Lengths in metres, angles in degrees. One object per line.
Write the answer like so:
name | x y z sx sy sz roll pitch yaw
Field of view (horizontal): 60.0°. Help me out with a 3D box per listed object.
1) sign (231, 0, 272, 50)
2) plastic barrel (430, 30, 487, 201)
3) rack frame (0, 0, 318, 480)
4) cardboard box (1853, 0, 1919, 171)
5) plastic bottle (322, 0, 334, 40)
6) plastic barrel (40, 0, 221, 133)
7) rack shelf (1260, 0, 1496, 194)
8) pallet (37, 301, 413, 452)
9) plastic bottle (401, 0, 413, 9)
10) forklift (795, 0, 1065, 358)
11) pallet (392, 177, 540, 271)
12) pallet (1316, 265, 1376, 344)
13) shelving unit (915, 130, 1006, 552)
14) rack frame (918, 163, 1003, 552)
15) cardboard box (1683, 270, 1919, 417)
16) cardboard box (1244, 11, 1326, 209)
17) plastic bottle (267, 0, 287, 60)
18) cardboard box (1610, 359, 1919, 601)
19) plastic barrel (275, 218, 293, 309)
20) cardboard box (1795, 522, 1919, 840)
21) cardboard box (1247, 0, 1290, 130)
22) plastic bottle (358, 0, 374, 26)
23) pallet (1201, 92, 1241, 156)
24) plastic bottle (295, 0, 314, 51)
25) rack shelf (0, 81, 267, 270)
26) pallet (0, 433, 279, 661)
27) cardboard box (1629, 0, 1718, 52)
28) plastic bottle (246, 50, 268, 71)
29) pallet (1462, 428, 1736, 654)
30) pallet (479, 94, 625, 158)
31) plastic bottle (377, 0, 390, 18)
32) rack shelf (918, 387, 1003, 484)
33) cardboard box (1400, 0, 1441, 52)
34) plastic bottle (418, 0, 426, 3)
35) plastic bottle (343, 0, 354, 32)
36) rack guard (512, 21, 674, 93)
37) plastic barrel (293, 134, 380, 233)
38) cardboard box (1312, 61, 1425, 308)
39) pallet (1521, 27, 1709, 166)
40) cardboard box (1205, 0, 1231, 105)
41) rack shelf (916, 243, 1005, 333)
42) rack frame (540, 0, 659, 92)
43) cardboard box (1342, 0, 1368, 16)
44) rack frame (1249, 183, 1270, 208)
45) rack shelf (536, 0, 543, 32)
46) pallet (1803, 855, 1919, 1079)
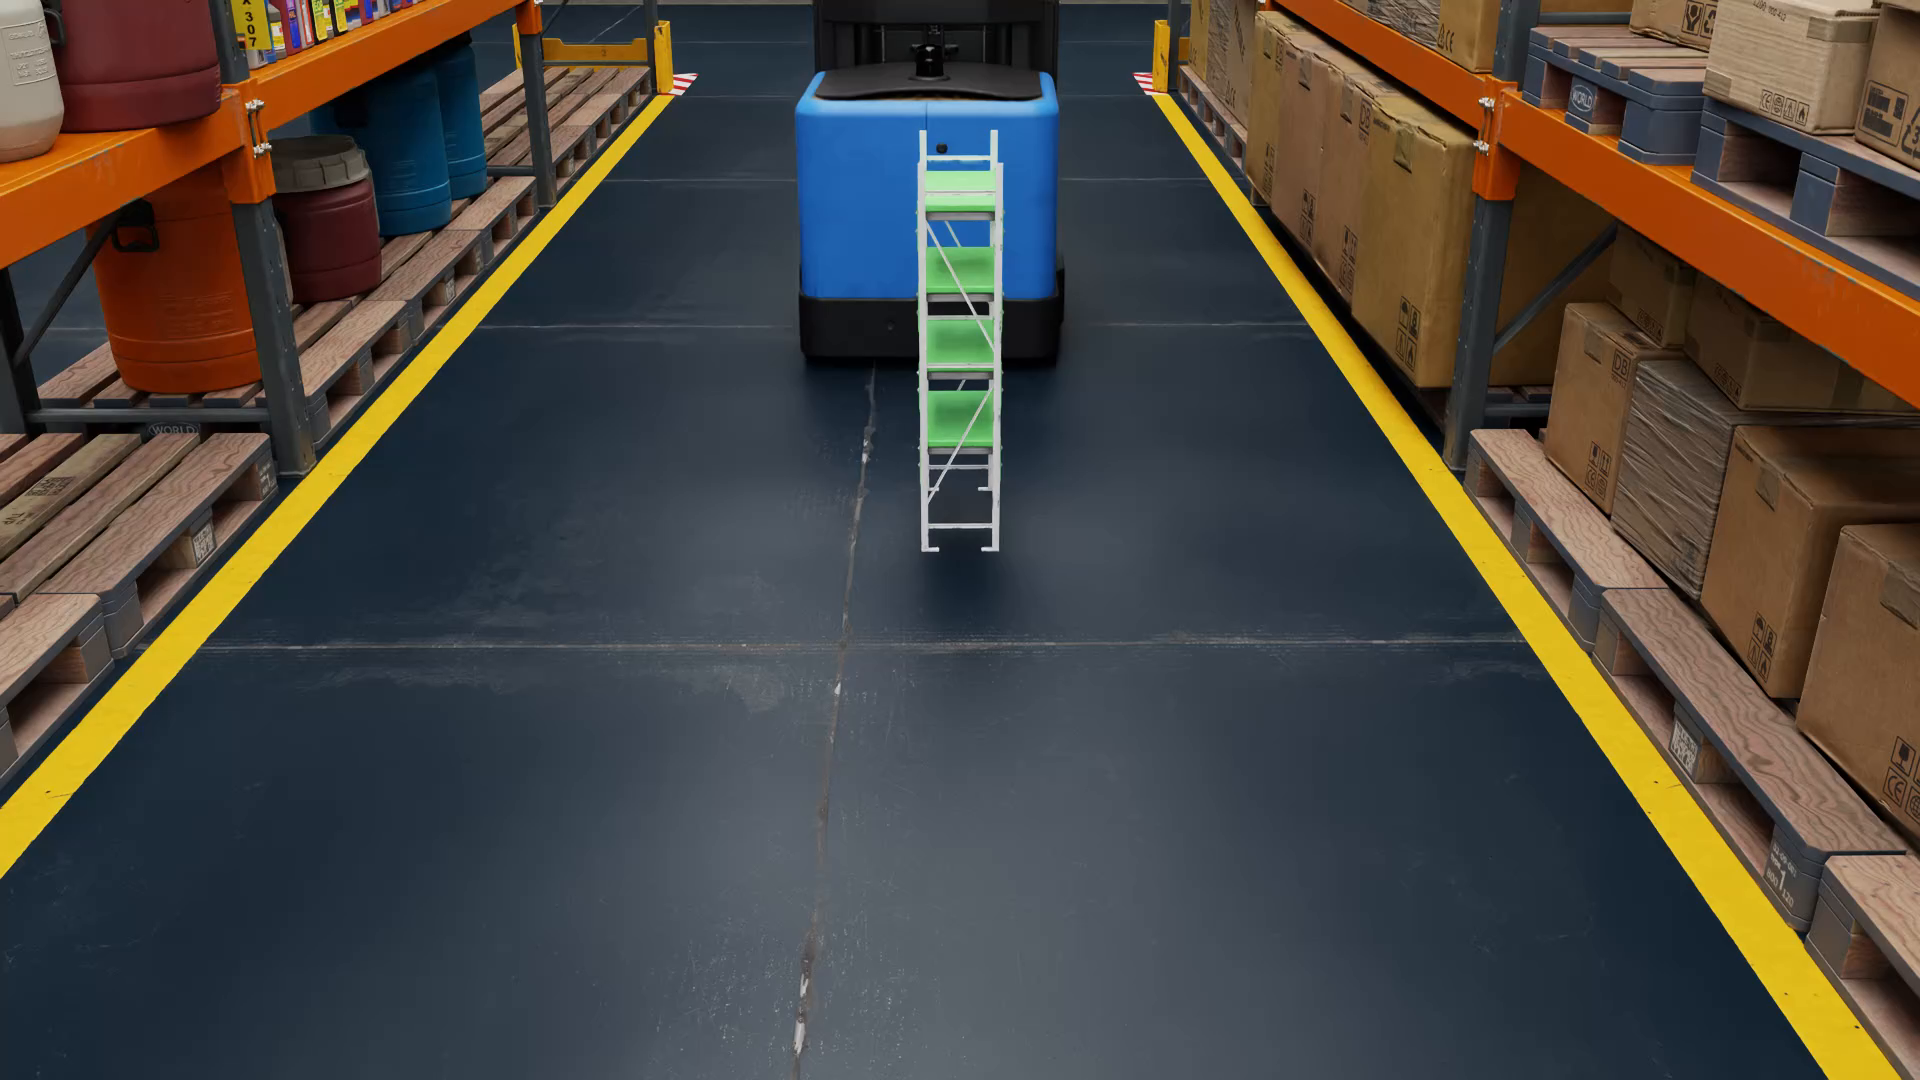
sign | -2.202 -1.681 5.130 0.100 0.325 0.005 0 24 -1
plastic barrel | -2.807 -2.261 8.646 0.600 0.901 0.708 0 24 -1
rack frame | -2.752 -1.602 5.151 1.000 3.000 0.127 0 24 -1
cardboard box | 2.133 -0.928 3.027 0.797 0.503 0.637 2 24 5
plastic bottle | -2.414 -1.984 6.239 0.097 0.201 0.097 0 24 0
plastic barrel | -2.444 -1.474 4.704 0.600 0.536 0.708 0 24 -1
rack shelf | 2.179 -2.120 7.171 1.077 0.370 4.000 0 24 -1
pallet | -2.802 -0.656 6.444 1.003 0.211 1.213 0 24 -1
plastic bottle | -2.406 -2.431 7.127 0.061 0.283 0.133 0 24 -1
forklift | -0.101 -2.630 7.508 1.130 2.935 3.031 0 24 1
pallet | -2.829 -1.661 8.667 1.003 0.211 1.213 0 24 -1
pallet | 2.257 -1.180 7.603 1.003 0.211 1.213 0 24 -1
shelving unit | -0.002 -0.615 5.154 0.258 1.200 0.503 0 24 -1
rack frame | 0.001 -0.514 4.931 0.240 1.200 0.015 0 24 -1
cardboard box | 2.254 -0.533 4.377 0.500 0.250 0.500 2 24 5
cardboard box | 2.184 -2.232 8.613 1.225 0.875 0.875 0 24 0
plastic bottle | -2.408 -1.779 5.784 0.097 0.201 0.097 0 24 0
cardboard box | 2.247 -0.181 4.510 0.700 0.500 0.500 -2 24 -5
plastic barrel | -2.870 -1.093 6.537 0.421 0.512 0.421 0 24 0
cardboard box | 2.266 0.283 3.485 0.700 0.500 0.500 -2 24 -5
cardboard box | 2.230 -2.768 9.798 0.875 0.875 0.875 0 24 -1
plastic bottle | -2.400 -2.205 6.626 0.061 0.283 0.133 0 24 -1
pallet | 2.211 -2.819 11.227 1.003 0.211 1.213 0 24 -1
plastic bottle | -2.438 -1.916 5.996 0.152 0.276 0.135 0 24 -1
rack shelf | -2.730 -0.450 3.477 1.077 0.370 4.000 0 24 -1
pallet | -2.782 -0.012 5.020 1.003 0.211 1.213 0 24 -1
cardboard box | 2.247 -1.638 4.602 0.500 0.500 0.500 -3 25 -7
plastic bottle | -2.433 -1.725 5.574 0.152 0.276 0.135 0 24 -1
pallet | 2.208 -0.031 5.063 1.003 0.211 1.213 0 24 -1
pallet | -2.858 -2.786 11.154 1.003 0.211 1.213 0 24 -1
plastic bottle | -2.448 -2.296 6.838 0.152 0.276 0.135 0 24 -1
rack shelf | -0.002 -0.338 5.279 0.258 0.148 0.480 0 24 -1
cardboard box | 1.948 -2.077 6.081 0.500 0.500 0.500 0 24 -1
plastic bottle | -2.454 -2.523 7.339 0.152 0.276 0.135 0 24 -1
plastic bottle | -2.416 -2.111 6.435 0.097 0.271 0.097 0 24 0
rack guard | -2.852 -3.769 12.977 1.175 0.500 0.348 0 24 -1
plastic barrel | -2.882 -1.559 7.565 0.421 0.512 0.421 0 24 0
cardboard box | 2.212 -1.499 6.993 1.225 0.875 0.875 0 24 0
pallet | 2.315 -1.243 4.592 1.213 0.211 1.003 0 24 -1
cardboard box | 2.210 -3.505 11.429 0.875 0.875 0.875 0 24 -1
rack shelf | -0.002 -0.775 5.081 0.258 0.148 0.480 0 24 -1
rack frame | -2.839 -4.898 12.440 1.000 3.000 0.127 0 24 -1
cardboard box | 1.935 -2.501 7.018 0.500 0.500 0.500 0 24 0
rack frame | 2.157 -3.272 8.845 1.000 3.000 0.127 0 24 -1
rack shelf | -2.817 -3.746 10.766 1.077 0.370 4.000 0 24 -1
pallet | 2.235 0.974 2.840 1.003 0.211 1.213 0 24 -1
